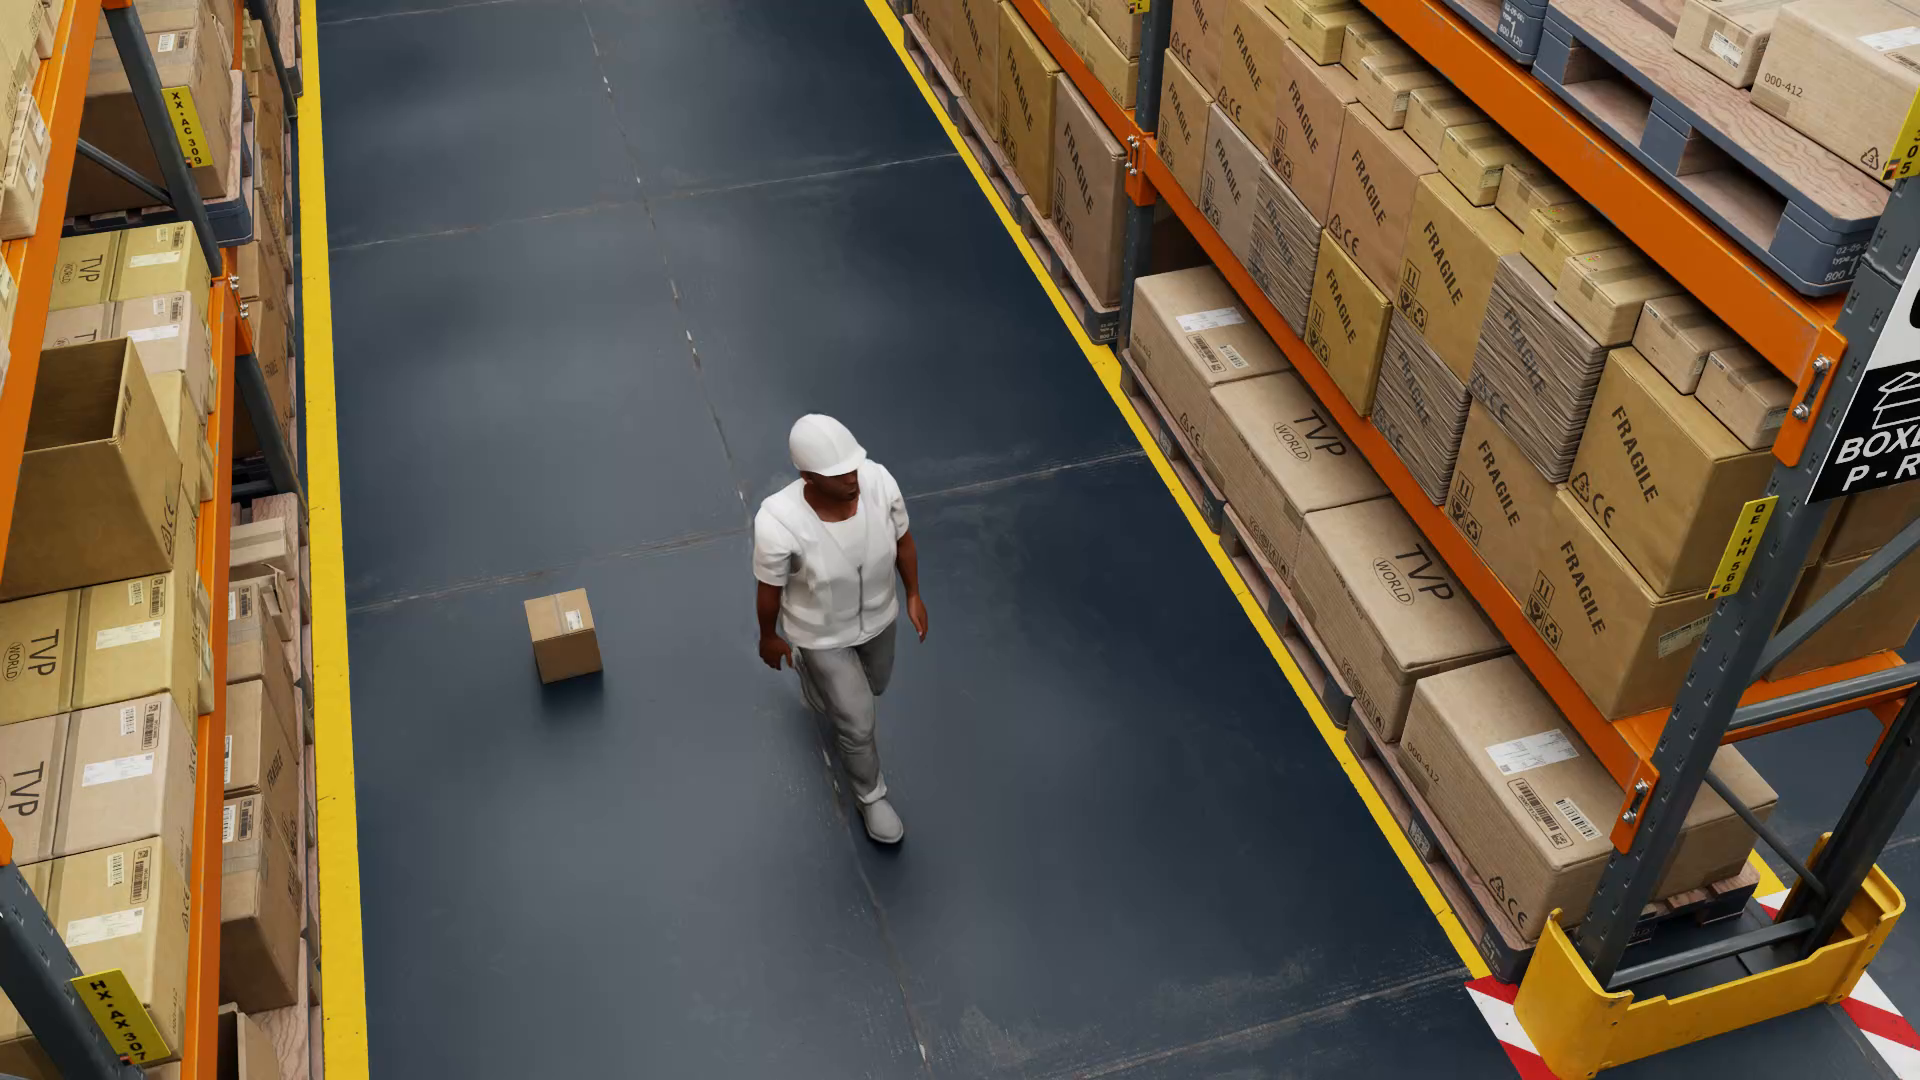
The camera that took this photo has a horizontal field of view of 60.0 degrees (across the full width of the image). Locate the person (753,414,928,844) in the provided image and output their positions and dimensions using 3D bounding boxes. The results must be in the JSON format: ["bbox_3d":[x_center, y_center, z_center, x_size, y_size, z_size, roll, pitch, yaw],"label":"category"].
[{"bbox_3d":[-0.434,0.237,5.878,0.589,1.741,0.899,-26,48,-26],"label":"person"}]
